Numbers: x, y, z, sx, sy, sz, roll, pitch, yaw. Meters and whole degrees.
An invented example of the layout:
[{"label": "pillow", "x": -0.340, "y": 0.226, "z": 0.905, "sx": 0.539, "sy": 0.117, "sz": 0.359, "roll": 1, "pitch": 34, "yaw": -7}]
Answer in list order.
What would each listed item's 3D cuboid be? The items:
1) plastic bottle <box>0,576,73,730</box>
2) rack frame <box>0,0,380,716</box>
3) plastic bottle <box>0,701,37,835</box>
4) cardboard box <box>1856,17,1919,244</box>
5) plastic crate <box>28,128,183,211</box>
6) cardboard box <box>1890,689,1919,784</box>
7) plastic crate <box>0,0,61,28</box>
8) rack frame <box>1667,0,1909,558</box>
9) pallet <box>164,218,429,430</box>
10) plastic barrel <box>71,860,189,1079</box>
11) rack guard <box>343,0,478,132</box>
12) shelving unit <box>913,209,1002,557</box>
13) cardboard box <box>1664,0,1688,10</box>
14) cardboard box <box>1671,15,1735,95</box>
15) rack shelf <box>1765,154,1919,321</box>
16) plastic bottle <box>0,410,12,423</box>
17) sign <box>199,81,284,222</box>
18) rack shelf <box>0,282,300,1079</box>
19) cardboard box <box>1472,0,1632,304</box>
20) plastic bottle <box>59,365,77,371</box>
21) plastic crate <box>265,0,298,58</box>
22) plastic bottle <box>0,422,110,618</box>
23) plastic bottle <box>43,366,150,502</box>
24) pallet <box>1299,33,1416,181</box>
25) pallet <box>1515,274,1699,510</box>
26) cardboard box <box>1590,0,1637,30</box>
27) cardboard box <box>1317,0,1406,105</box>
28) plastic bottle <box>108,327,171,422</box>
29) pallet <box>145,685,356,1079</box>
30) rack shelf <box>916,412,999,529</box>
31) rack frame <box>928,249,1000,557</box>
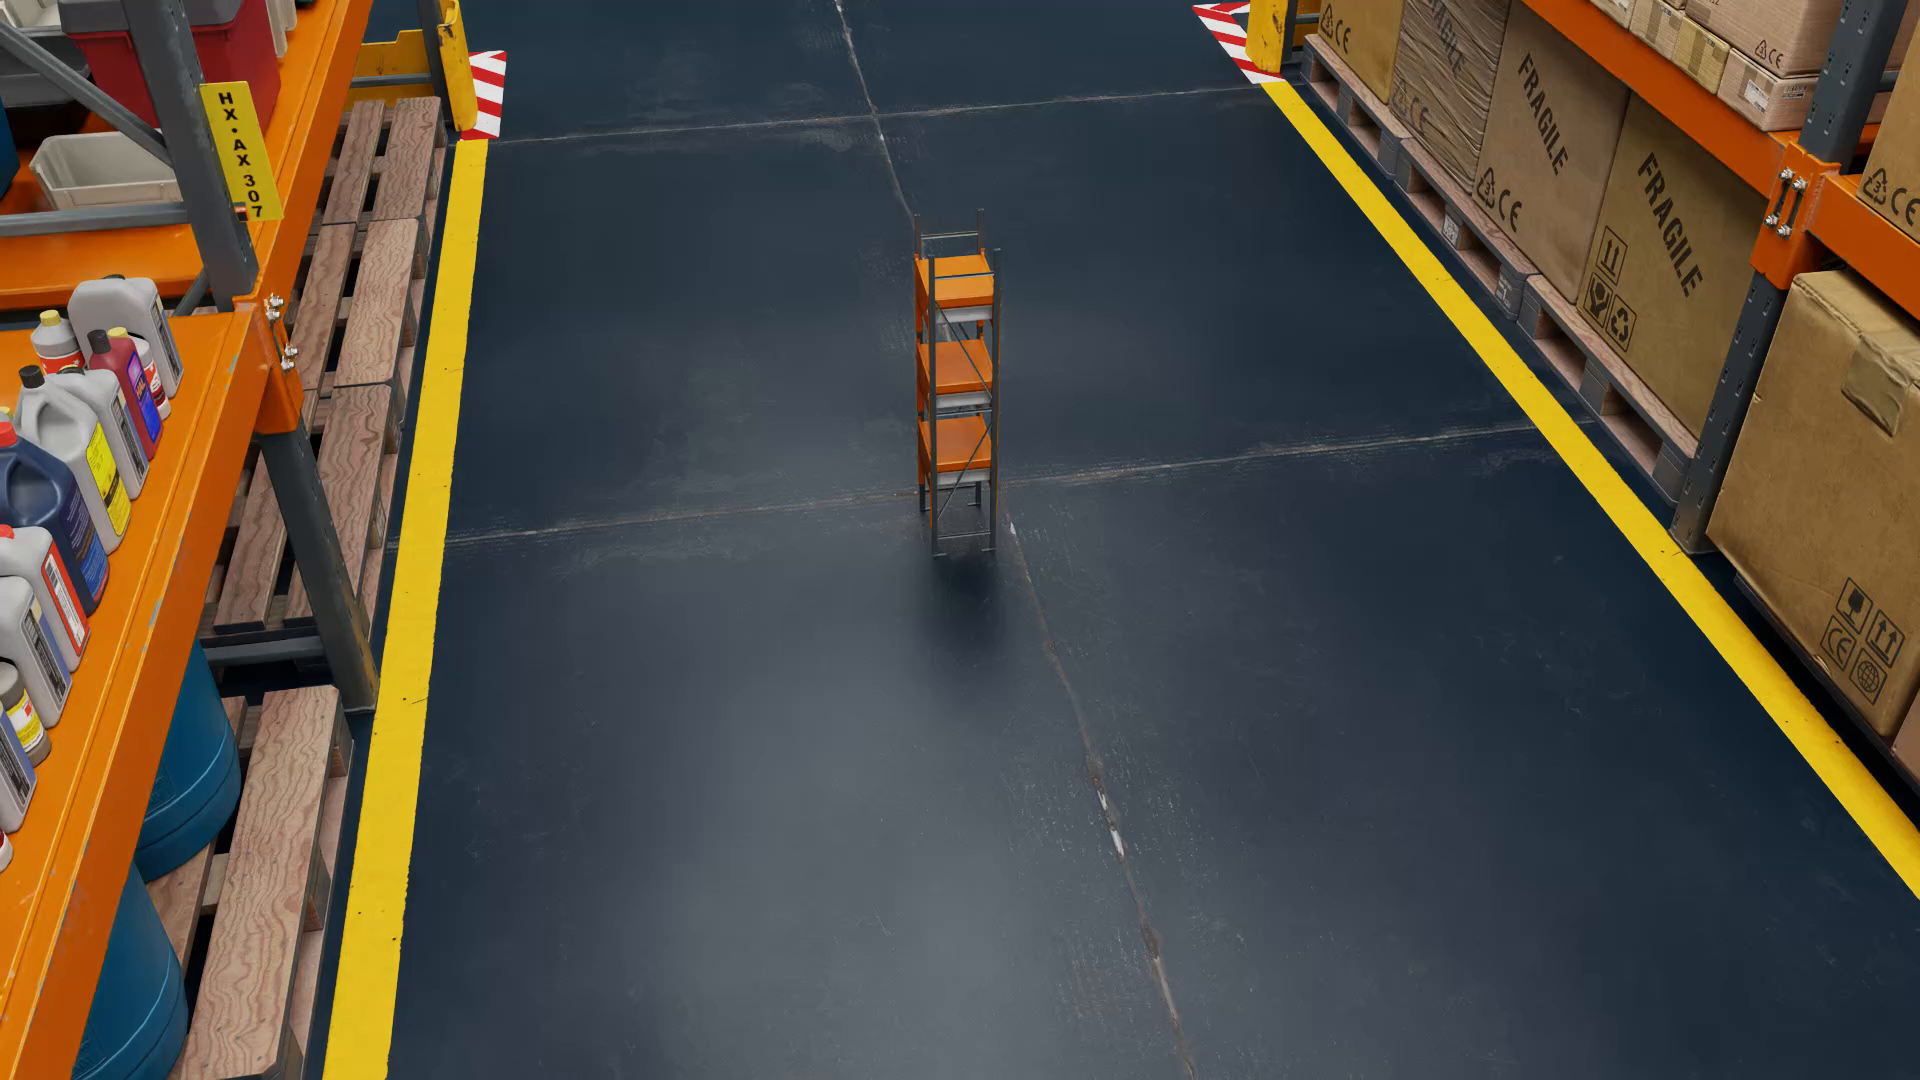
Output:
[{"label": "plastic bottle", "x": -1.566, "y": 0.170, "z": 2.687, "sx": 0.152, "sy": 0.276, "sz": 0.135, "roll": -6, "pitch": 38, "yaw": -8}, {"label": "rack frame", "x": -2.129, "y": -0.688, "z": 3.691, "sx": 1.000, "sy": 3.000, "sz": 0.127, "roll": -6, "pitch": 38, "yaw": -8}, {"label": "plastic bottle", "x": -1.525, "y": 0.310, "z": 2.507, "sx": 0.152, "sy": 0.276, "sz": 0.135, "roll": -6, "pitch": 38, "yaw": -8}, {"label": "cardboard box", "x": 2.581, "y": -0.956, "z": 3.954, "sx": 0.500, "sy": 0.500, "sz": 0.500, "roll": -6, "pitch": 38, "yaw": -8}, {"label": "plastic crate", "x": -2.070, "y": -0.904, "z": 4.135, "sx": 0.396, "sy": 0.136, "sz": 0.243, "roll": -6, "pitch": 38, "yaw": -8}, {"label": "cardboard box", "x": 3.036, "y": 0.376, "z": 3.711, "sx": 1.225, "sy": 0.875, "sz": 0.875, "roll": -7, "pitch": 38, "yaw": -10}, {"label": "plastic crate", "x": -2.731, "y": -1.627, "z": 5.066, "sx": 0.293, "sy": 0.136, "sz": 0.466, "roll": -6, "pitch": 38, "yaw": -8}, {"label": "rack frame", "x": 2.747, "y": -1.221, "z": 4.377, "sx": 1.000, "sy": 3.000, "sz": 0.127, "roll": -6, "pitch": 38, "yaw": -8}, {"label": "pallet", "x": -2.514, "y": -0.766, "z": 6.063, "sx": 1.003, "sy": 0.211, "sz": 1.213, "roll": -6, "pitch": 38, "yaw": -8}, {"label": "plastic barrel", "x": -1.927, "y": 0.732, "z": 3.230, "sx": 0.600, "sy": 0.901, "sz": 0.708, "roll": -6, "pitch": 38, "yaw": -8}, {"label": "rack guard", "x": -2.848, "y": -2.130, "z": 7.585, "sx": 1.175, "sy": 0.500, "sz": 0.348, "roll": -6, "pitch": 38, "yaw": -8}, {"label": "shelving unit", "x": -0.009, "y": -0.447, "z": 4.970, "sx": 0.215, "sy": 1.050, "sz": 0.252, "roll": -6, "pitch": 38, "yaw": -8}, {"label": "cardboard box", "x": 2.318, "y": -1.830, "z": 5.041, "sx": 0.500, "sy": 0.250, "sz": 0.500, "roll": -5, "pitch": 38, "yaw": -7}, {"label": "cardboard box", "x": 2.325, "y": -1.427, "z": 4.846, "sx": 0.380, "sy": 0.149, "sz": 0.250, "roll": -6, "pitch": 38, "yaw": -7}, {"label": "rack shelf", "x": 3.097, "y": 0.271, "z": 3.043, "sx": 1.077, "sy": 0.370, "sz": 4.000, "roll": -6, "pitch": 38, "yaw": -8}, {"label": "plastic bottle", "x": -1.788, "y": -0.133, "z": 3.017, "sx": 0.144, "sy": 0.351, "sz": 0.185, "roll": -6, "pitch": 38, "yaw": -8}, {"label": "sign", "x": -1.588, "y": -0.856, "z": 3.681, "sx": 0.100, "sy": 0.325, "sz": 0.005, "roll": -6, "pitch": 38, "yaw": -8}, {"label": "rack shelf", "x": -1.779, "y": 0.804, "z": 2.357, "sx": 1.077, "sy": 0.370, "sz": 4.000, "roll": -6, "pitch": 38, "yaw": -8}, {"label": "cardboard box", "x": 2.552, "y": -1.499, "z": 6.124, "sx": 0.875, "sy": 0.875, "sz": 0.875, "roll": -6, "pitch": 38, "yaw": -8}, {"label": "plastic bottle", "x": -1.731, "y": -0.253, "z": 3.292, "sx": 0.097, "sy": 0.201, "sz": 0.097, "roll": 0, "pitch": 38, "yaw": 0}, {"label": "plastic crate", "x": -2.216, "y": -1.607, "z": 4.922, "sx": 0.437, "sy": 0.282, "sz": 0.530, "roll": -6, "pitch": 38, "yaw": -8}, {"label": "plastic bottle", "x": -1.614, "y": -0.037, "z": 2.893, "sx": 0.144, "sy": 0.351, "sz": 0.185, "roll": -6, "pitch": 38, "yaw": -8}, {"label": "plastic bottle", "x": -1.678, "y": -0.216, "z": 3.184, "sx": 0.152, "sy": 0.276, "sz": 0.135, "roll": -6, "pitch": 38, "yaw": -8}, {"label": "pallet", "x": 2.263, "y": -2.061, "z": 7.731, "sx": 1.003, "sy": 0.211, "sz": 1.213, "roll": -6, "pitch": 38, "yaw": -8}, {"label": "pallet", "x": 2.690, "y": -0.588, "z": 5.834, "sx": 1.003, "sy": 0.211, "sz": 1.213, "roll": -6, "pitch": 38, "yaw": -8}, {"label": "cardboard box", "x": 2.236, "y": -1.737, "z": 5.245, "sx": 0.380, "sy": 0.149, "sz": 0.250, "roll": -6, "pitch": 38, "yaw": -7}, {"label": "cardboard box", "x": 2.236, "y": -2.586, "z": 7.523, "sx": 0.875, "sy": 0.875, "sz": 0.875, "roll": -6, "pitch": 38, "yaw": -8}, {"label": "plastic bottle", "x": -1.695, "y": -0.340, "z": 3.404, "sx": 0.097, "sy": 0.201, "sz": 0.097, "roll": 0, "pitch": 38, "yaw": 0}, {"label": "pallet", "x": -2.035, "y": 0.883, "z": 3.941, "sx": 1.003, "sy": 0.211, "sz": 1.213, "roll": -6, "pitch": 38, "yaw": -8}, {"label": "rack shelf", "x": -0.009, "y": -0.219, "z": 5.147, "sx": 0.215, "sy": 0.259, "sz": 0.240, "roll": -6, "pitch": 38, "yaw": -8}, {"label": "rack frame", "x": 0.012, "y": -0.373, "z": 4.875, "sx": 0.200, "sy": 1.050, "sz": 0.008, "roll": -6, "pitch": 38, "yaw": -8}]
